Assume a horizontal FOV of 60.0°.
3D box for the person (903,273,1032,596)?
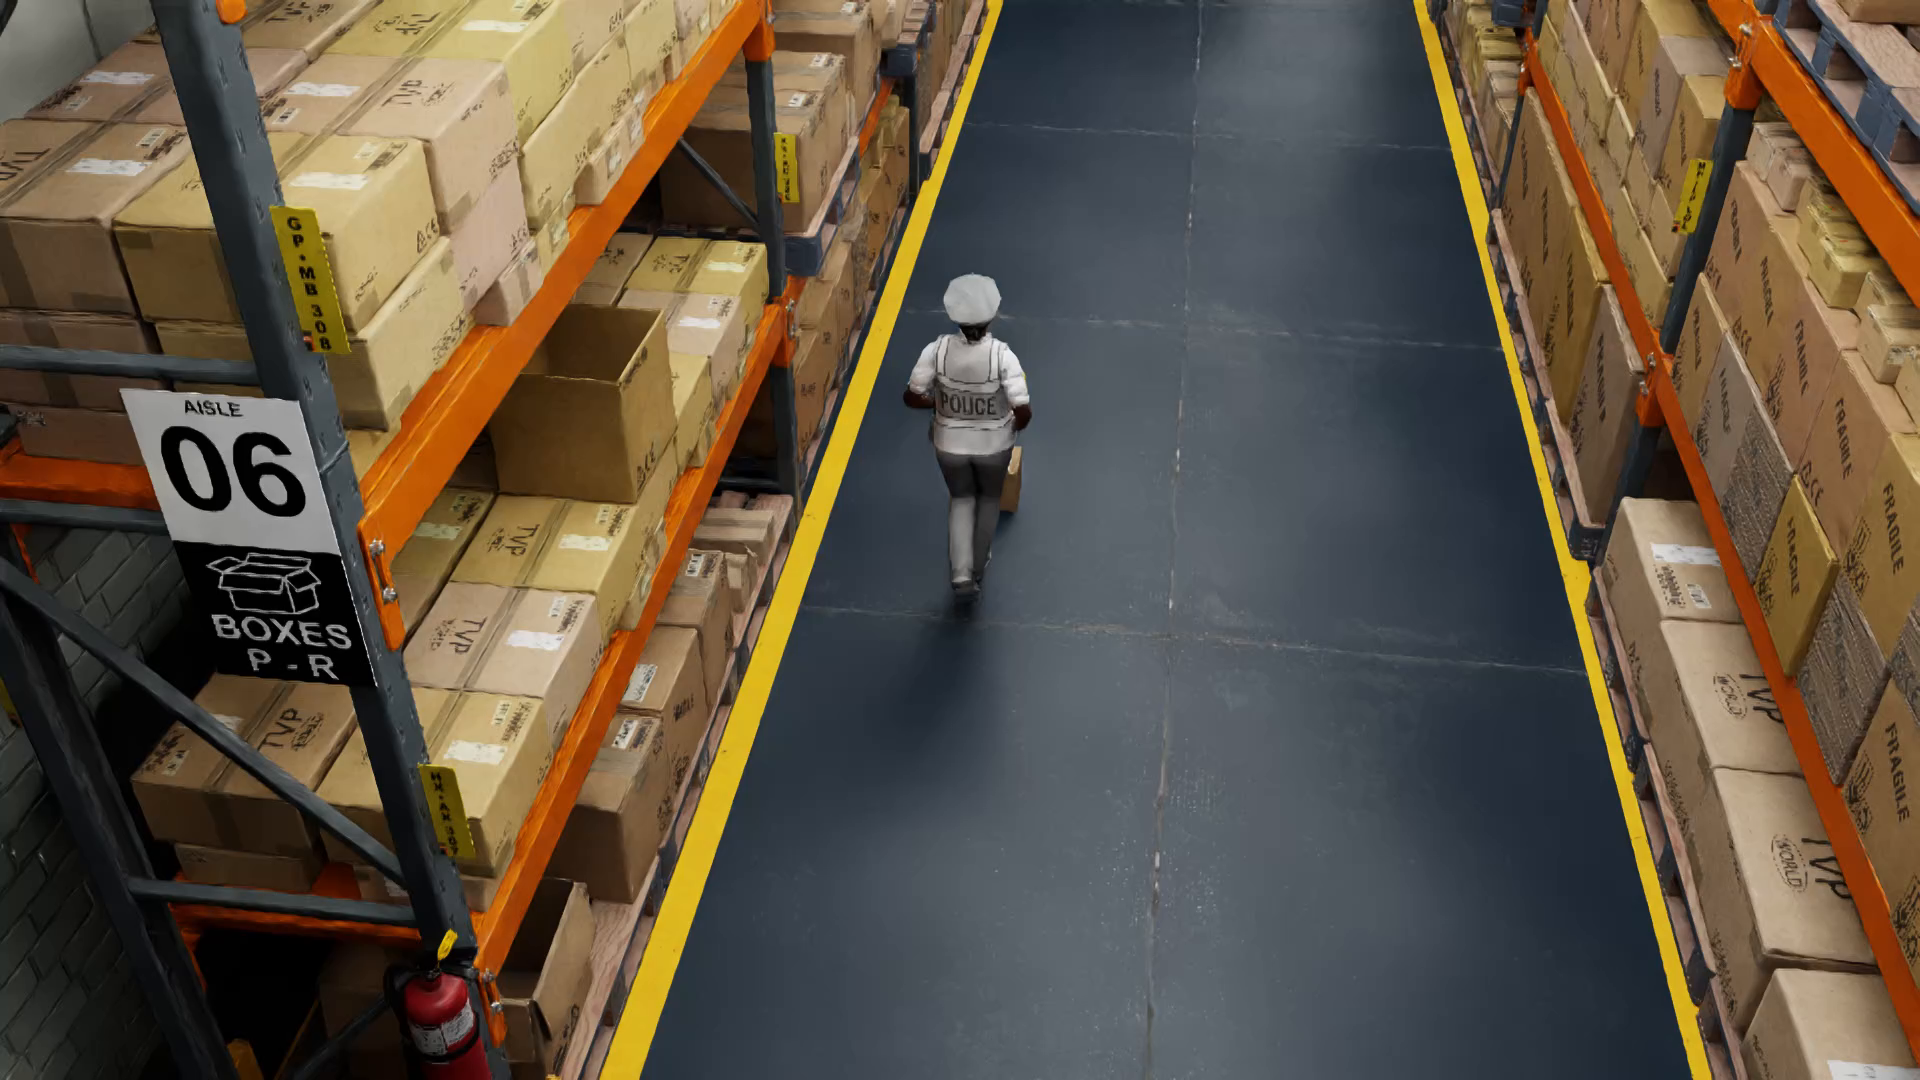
[{"bbox_3d":[0.043,-0.441,7.623,0.593,1.669,0.649,6,37,8],"label":"person"}]
